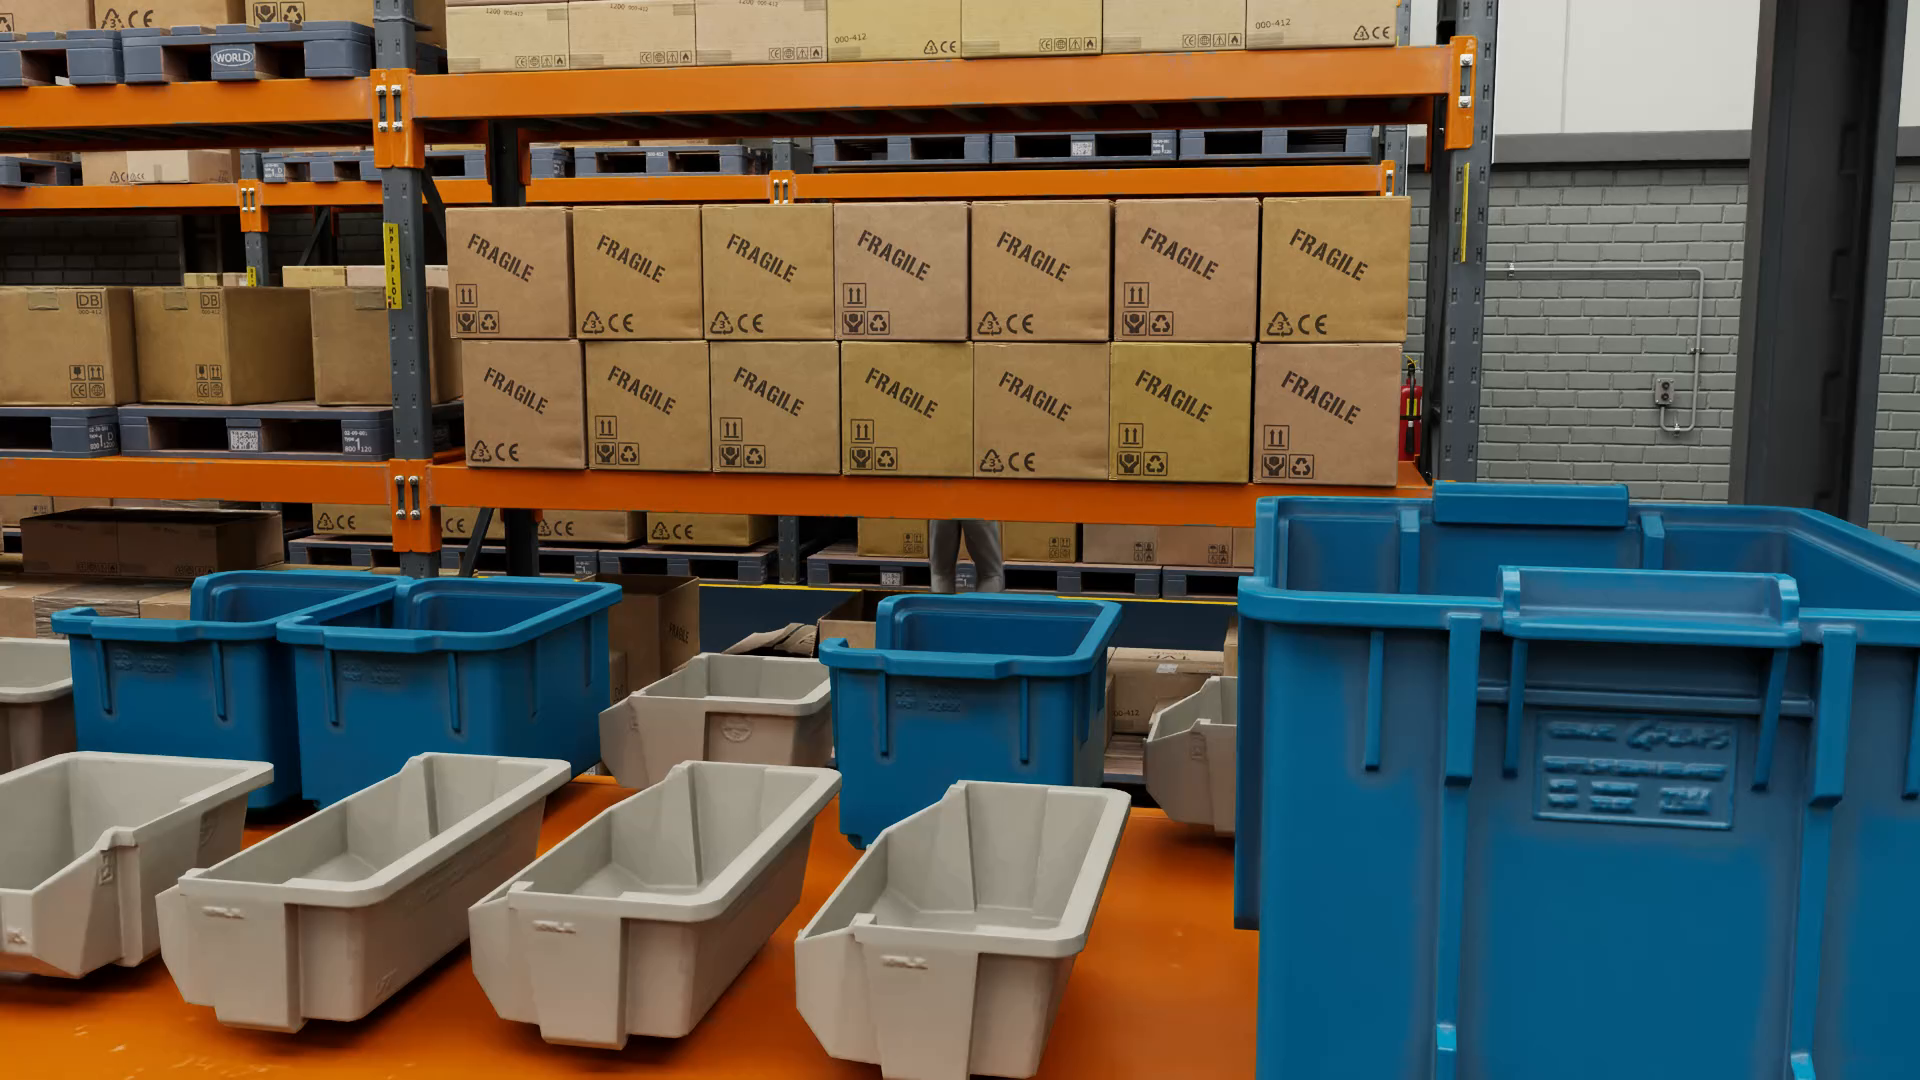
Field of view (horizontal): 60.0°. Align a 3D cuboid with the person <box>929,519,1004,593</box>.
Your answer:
[{"bbox_3d":[0.002,-0.133,9.056,0.468,1.603,0.426,2,8,13],"label":"person"}]
